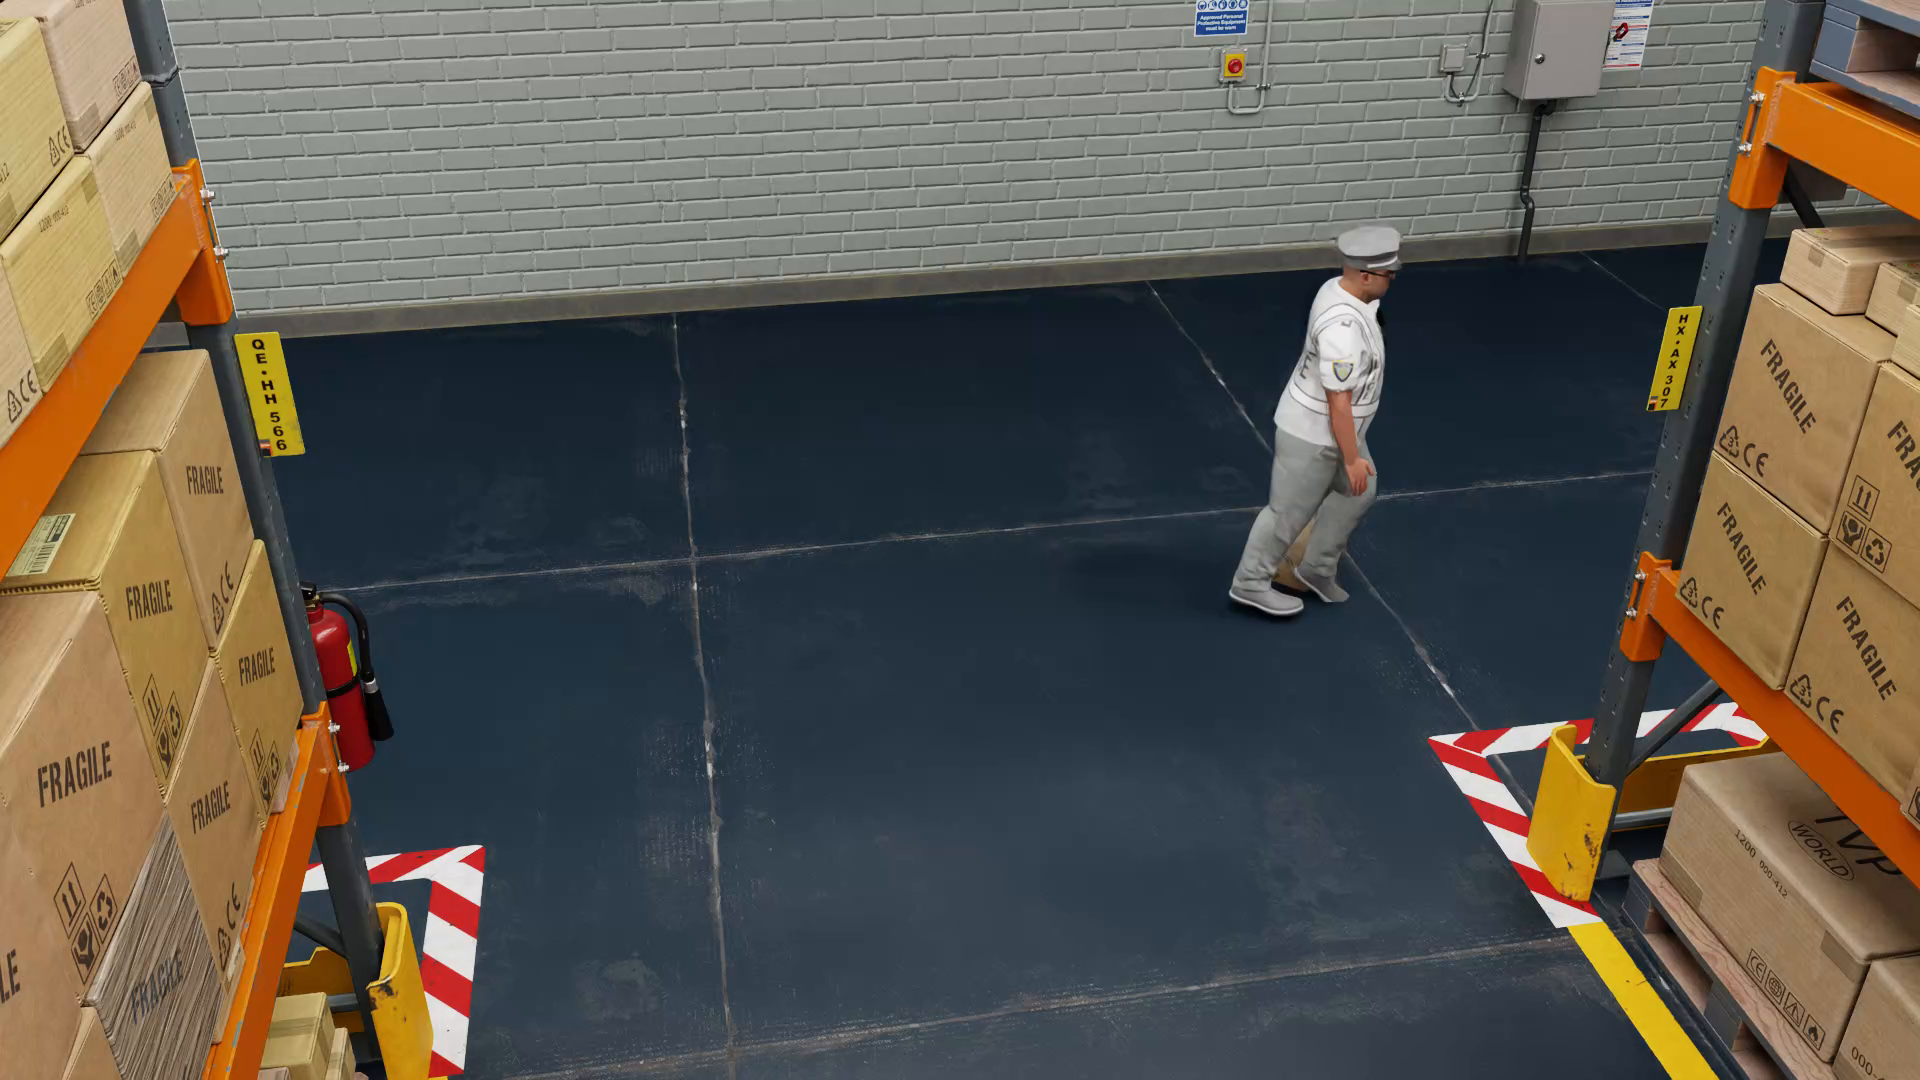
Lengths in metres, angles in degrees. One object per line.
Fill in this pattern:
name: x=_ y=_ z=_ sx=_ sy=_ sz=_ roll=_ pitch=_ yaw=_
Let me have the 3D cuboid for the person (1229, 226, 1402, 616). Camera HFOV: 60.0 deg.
person: x=1.468 y=-0.431 z=6.898 sx=0.557 sy=1.814 sz=0.562 roll=9 pitch=32 yaw=15
